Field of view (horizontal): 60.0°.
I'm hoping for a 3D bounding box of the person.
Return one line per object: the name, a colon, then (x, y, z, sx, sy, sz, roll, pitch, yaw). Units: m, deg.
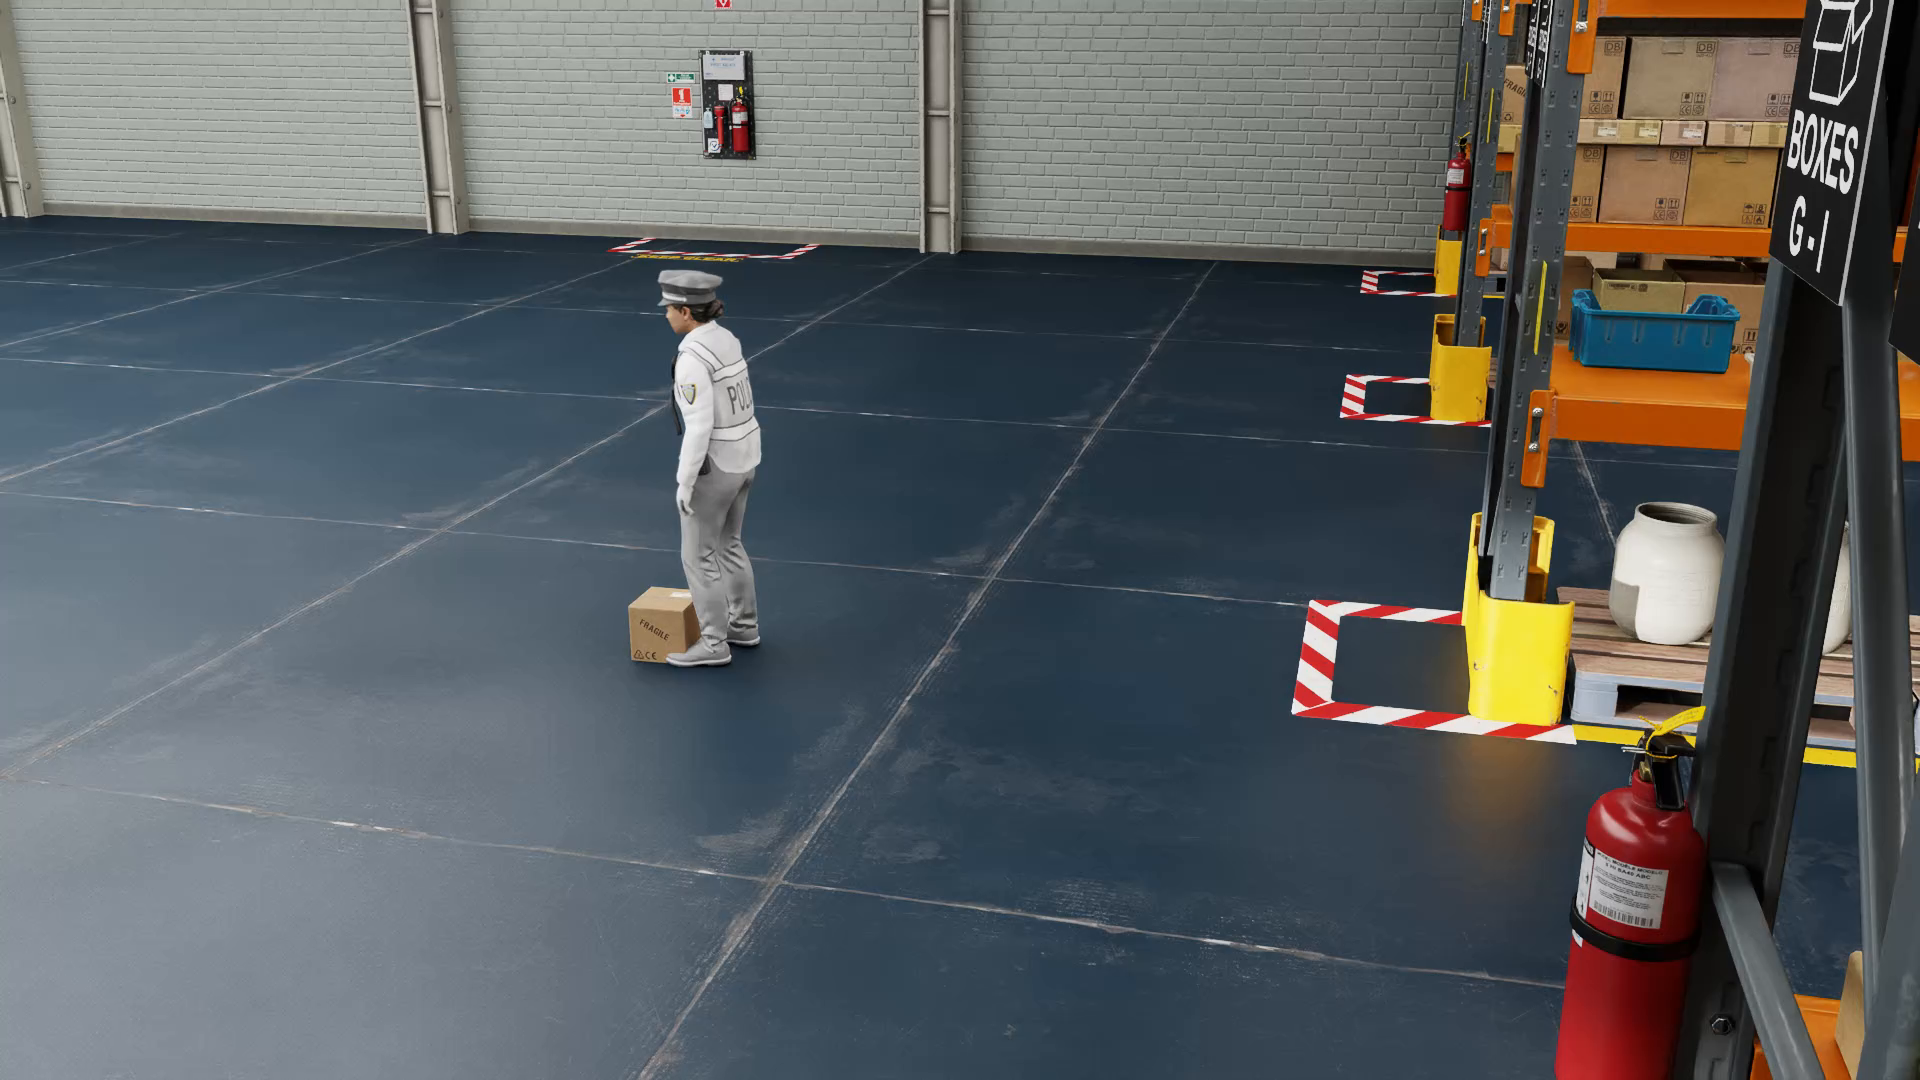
person: (-1.041, -0.287, 6.916, 0.403, 1.664, 0.526, 5, 19, 13)
